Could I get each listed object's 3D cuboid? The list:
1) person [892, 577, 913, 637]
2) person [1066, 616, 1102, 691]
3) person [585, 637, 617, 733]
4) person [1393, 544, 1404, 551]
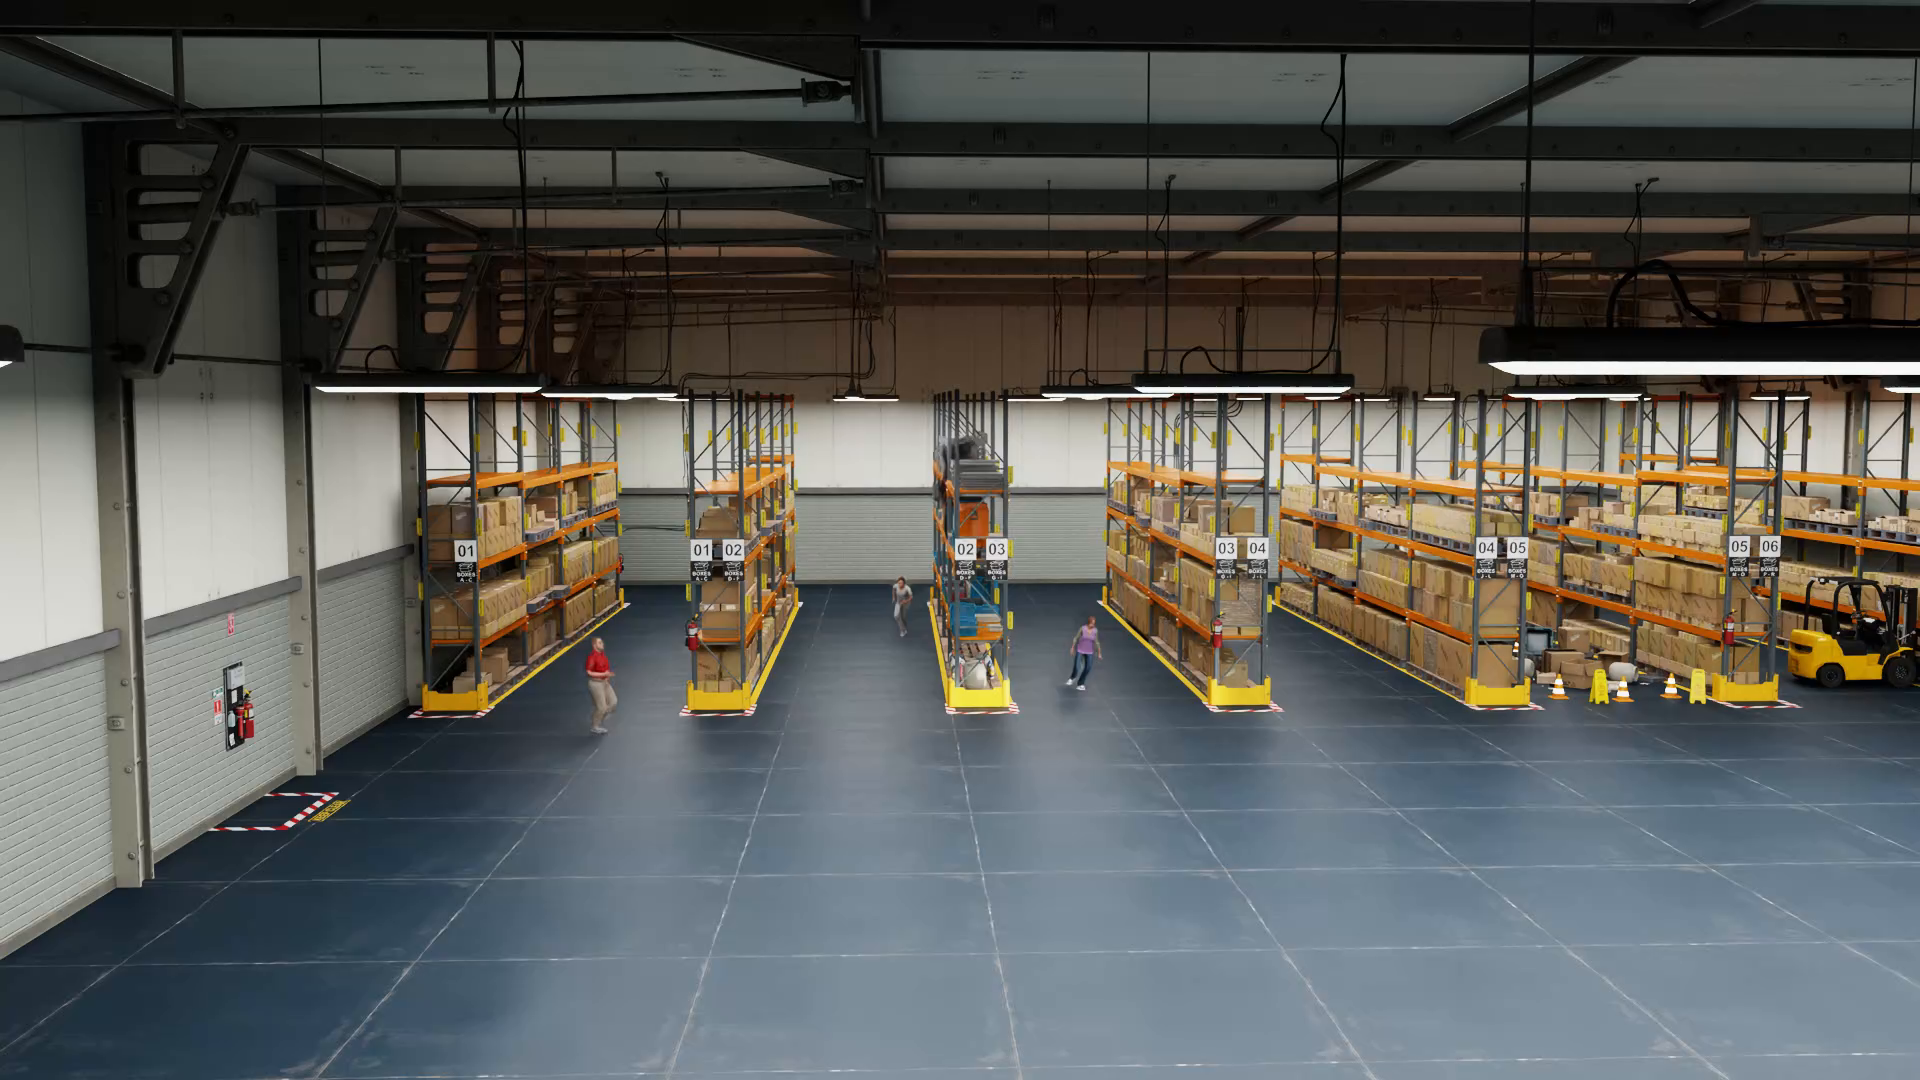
[{"bbox_3d":[-1.393,1.617,41.307,0.567,1.510,1.037,1,5,10],"label":"person"},{"bbox_3d":[2.479,2.249,33.207,0.659,1.521,0.601,-1,5,-8],"label":"person"},{"bbox_3d":[-6.220,2.547,28.892,0.575,1.700,0.643,1,5,13],"label":"person"},{"bbox_3d":[13.057,0.795,49.639,0.856,1.826,0.681,-1,5,-14],"label":"person"}]
